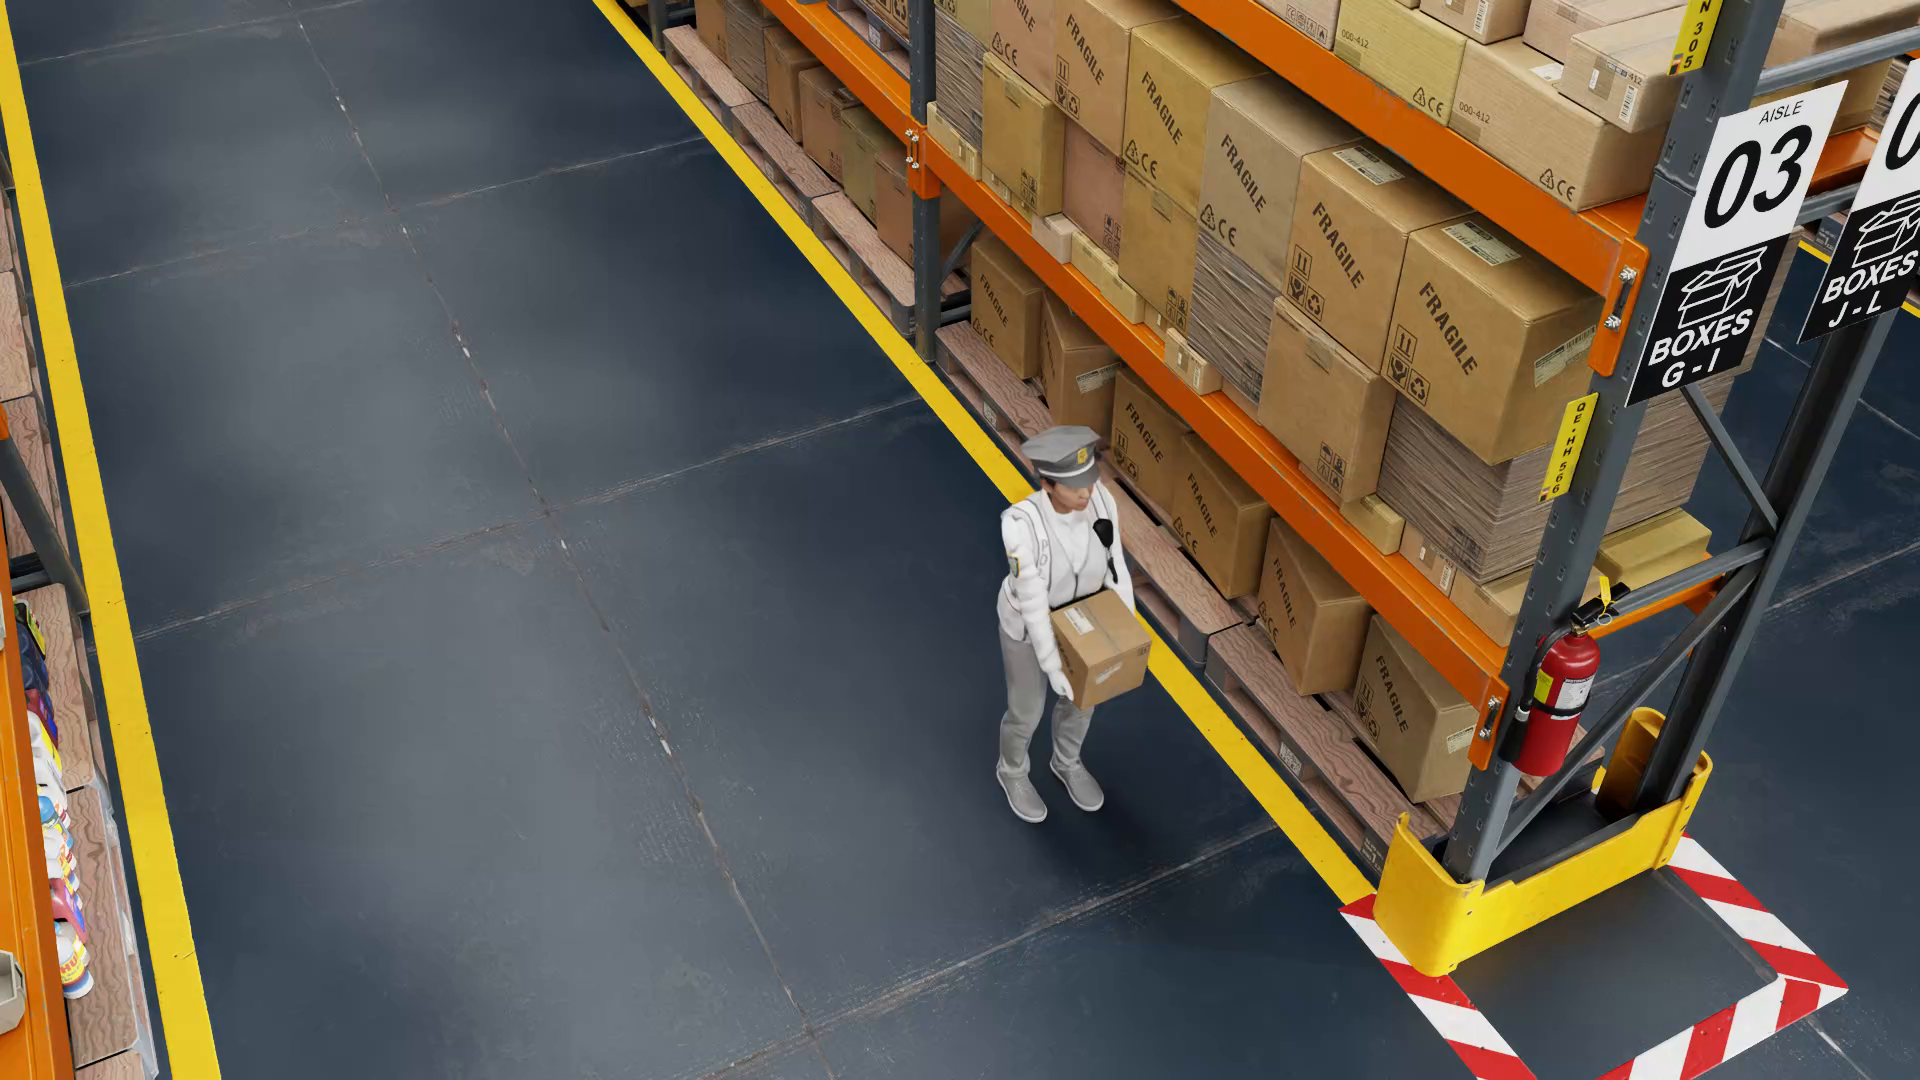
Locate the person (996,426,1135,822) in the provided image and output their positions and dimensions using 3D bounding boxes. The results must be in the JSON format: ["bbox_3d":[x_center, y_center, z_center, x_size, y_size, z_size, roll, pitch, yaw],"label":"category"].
[{"bbox_3d":[0.374,0.341,5.762,0.416,1.687,0.523,-20,45,-22],"label":"person"}]
